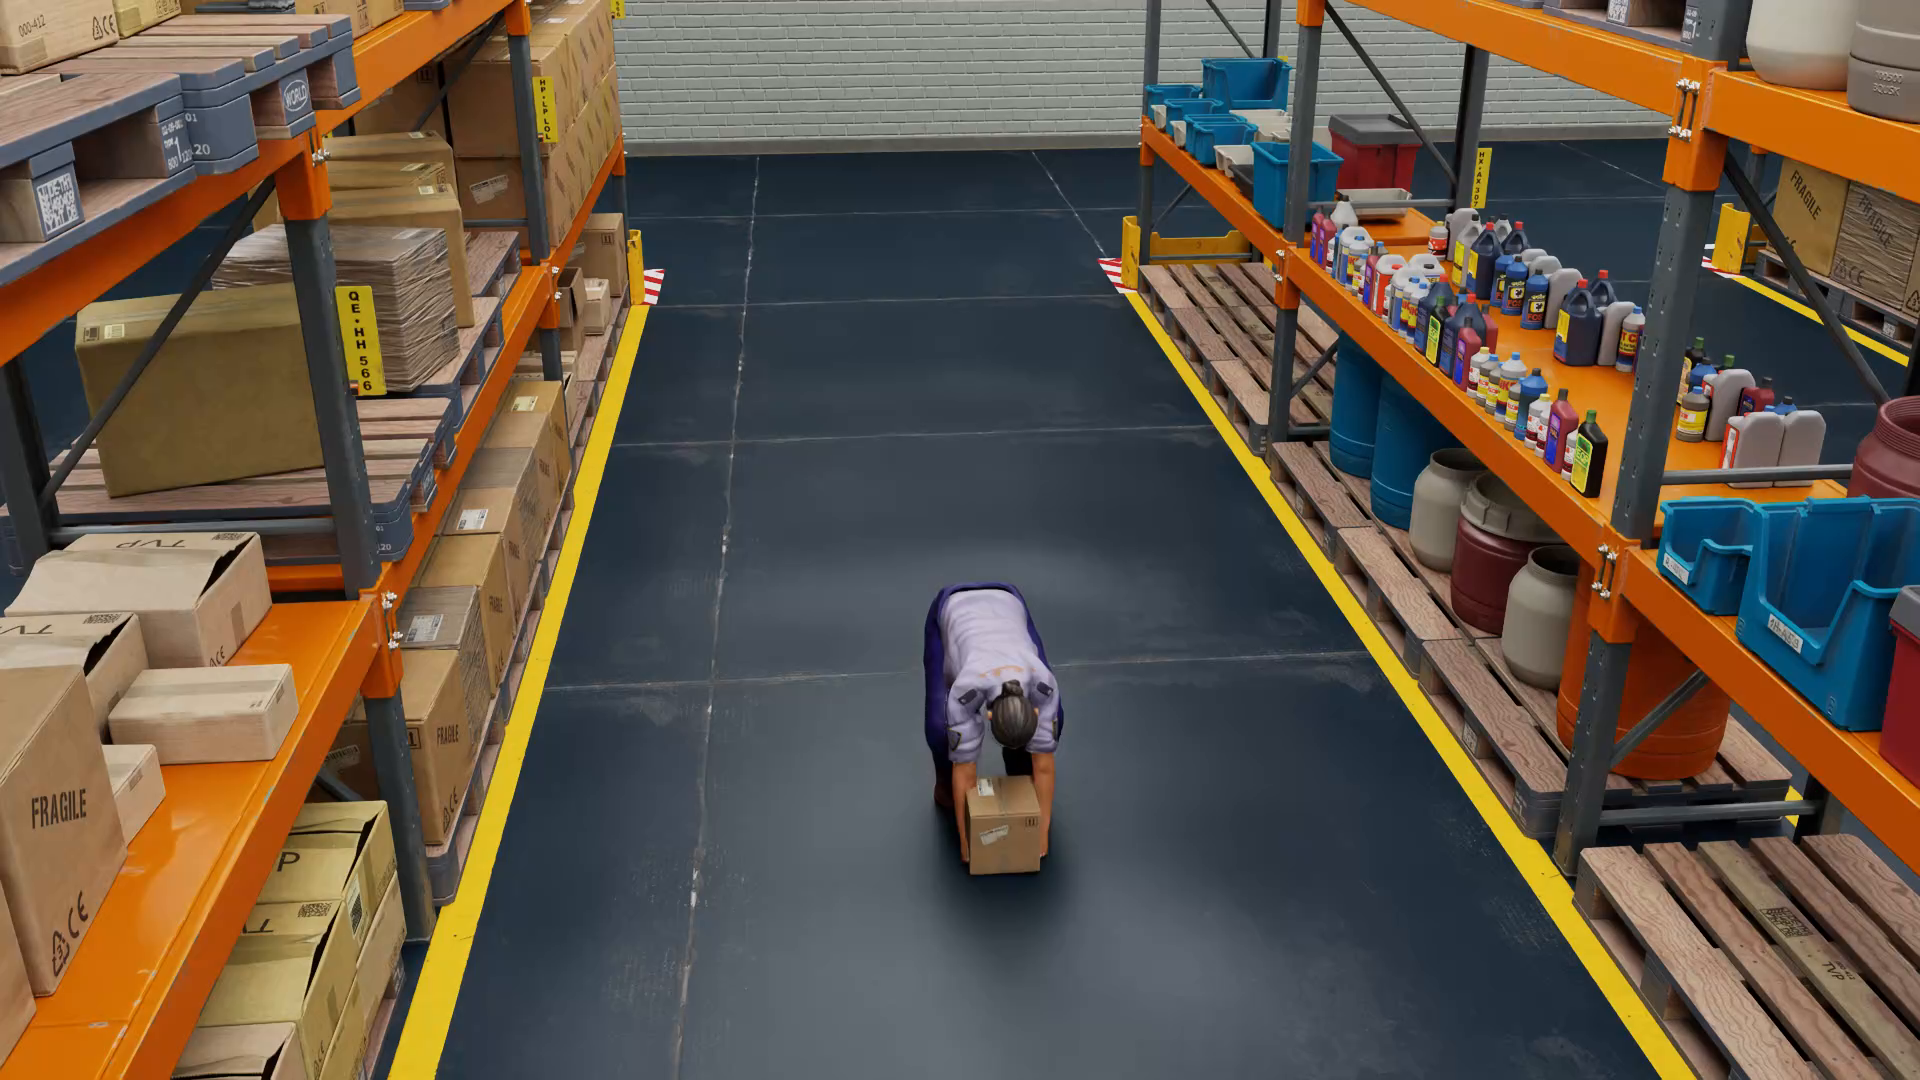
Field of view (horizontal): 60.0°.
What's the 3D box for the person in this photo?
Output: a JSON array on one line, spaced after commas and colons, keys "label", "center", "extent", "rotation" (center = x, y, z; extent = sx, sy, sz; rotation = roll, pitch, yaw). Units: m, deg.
[{"label": "person", "center": [0.125, 0.655, 6.160], "extent": [0.521, 0.830, 0.900], "rotation": [-3, 24, -7]}]
